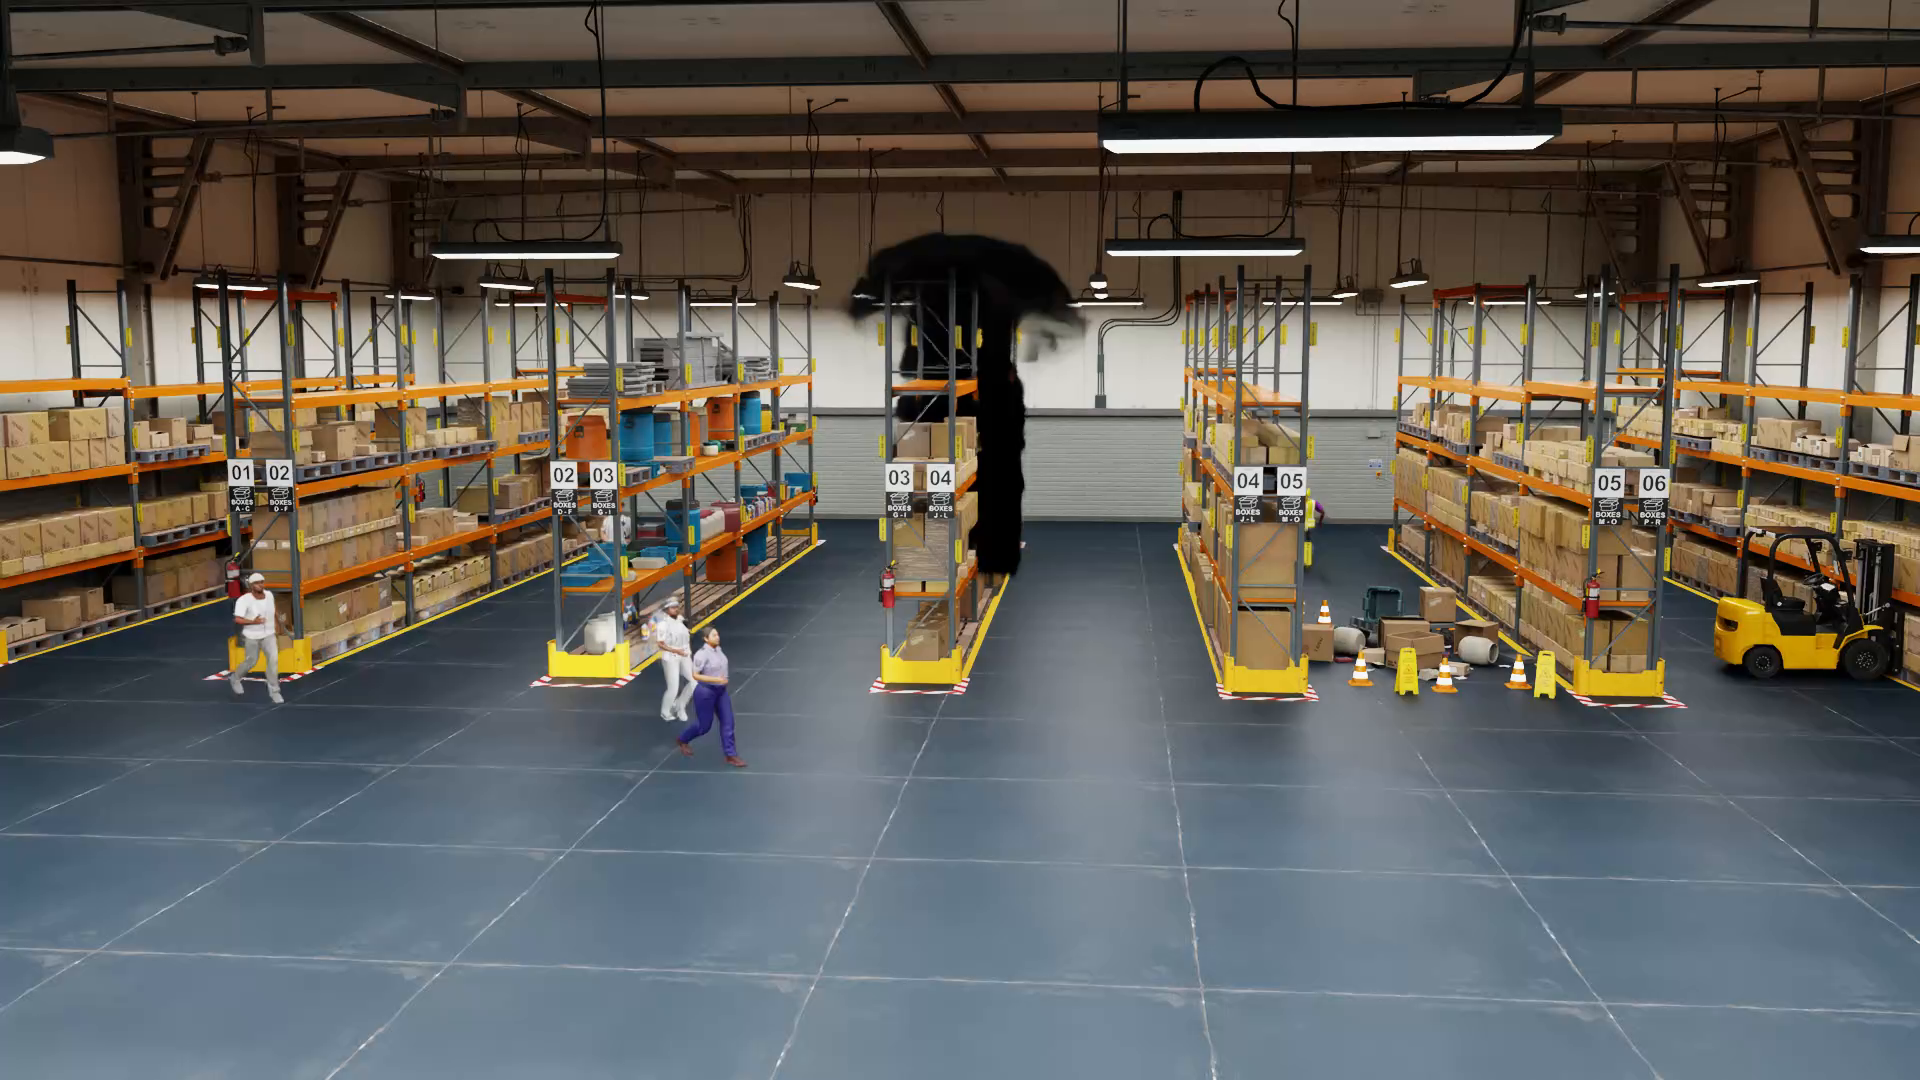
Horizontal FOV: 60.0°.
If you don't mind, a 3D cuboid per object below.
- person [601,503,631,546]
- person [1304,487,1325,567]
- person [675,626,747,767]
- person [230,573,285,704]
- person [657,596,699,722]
[{"bbox_3d":[-6.274,0.162,30.474,0.660,1.774,0.578,0,7,1],"label":"person"},{"bbox_3d":[7.523,-0.271,36.267,0.677,1.786,0.720,-1,7,-11],"label":"person"},{"bbox_3d":[-2.935,1.823,19.500,0.931,1.649,0.611,4,8,29],"label":"person"},{"bbox_3d":[-9.716,1.338,23.004,0.979,1.794,0.711,5,9,38],"label":"person"},{"bbox_3d":[-3.677,1.555,21.675,0.642,1.669,0.588,7,10,44],"label":"person"}]
